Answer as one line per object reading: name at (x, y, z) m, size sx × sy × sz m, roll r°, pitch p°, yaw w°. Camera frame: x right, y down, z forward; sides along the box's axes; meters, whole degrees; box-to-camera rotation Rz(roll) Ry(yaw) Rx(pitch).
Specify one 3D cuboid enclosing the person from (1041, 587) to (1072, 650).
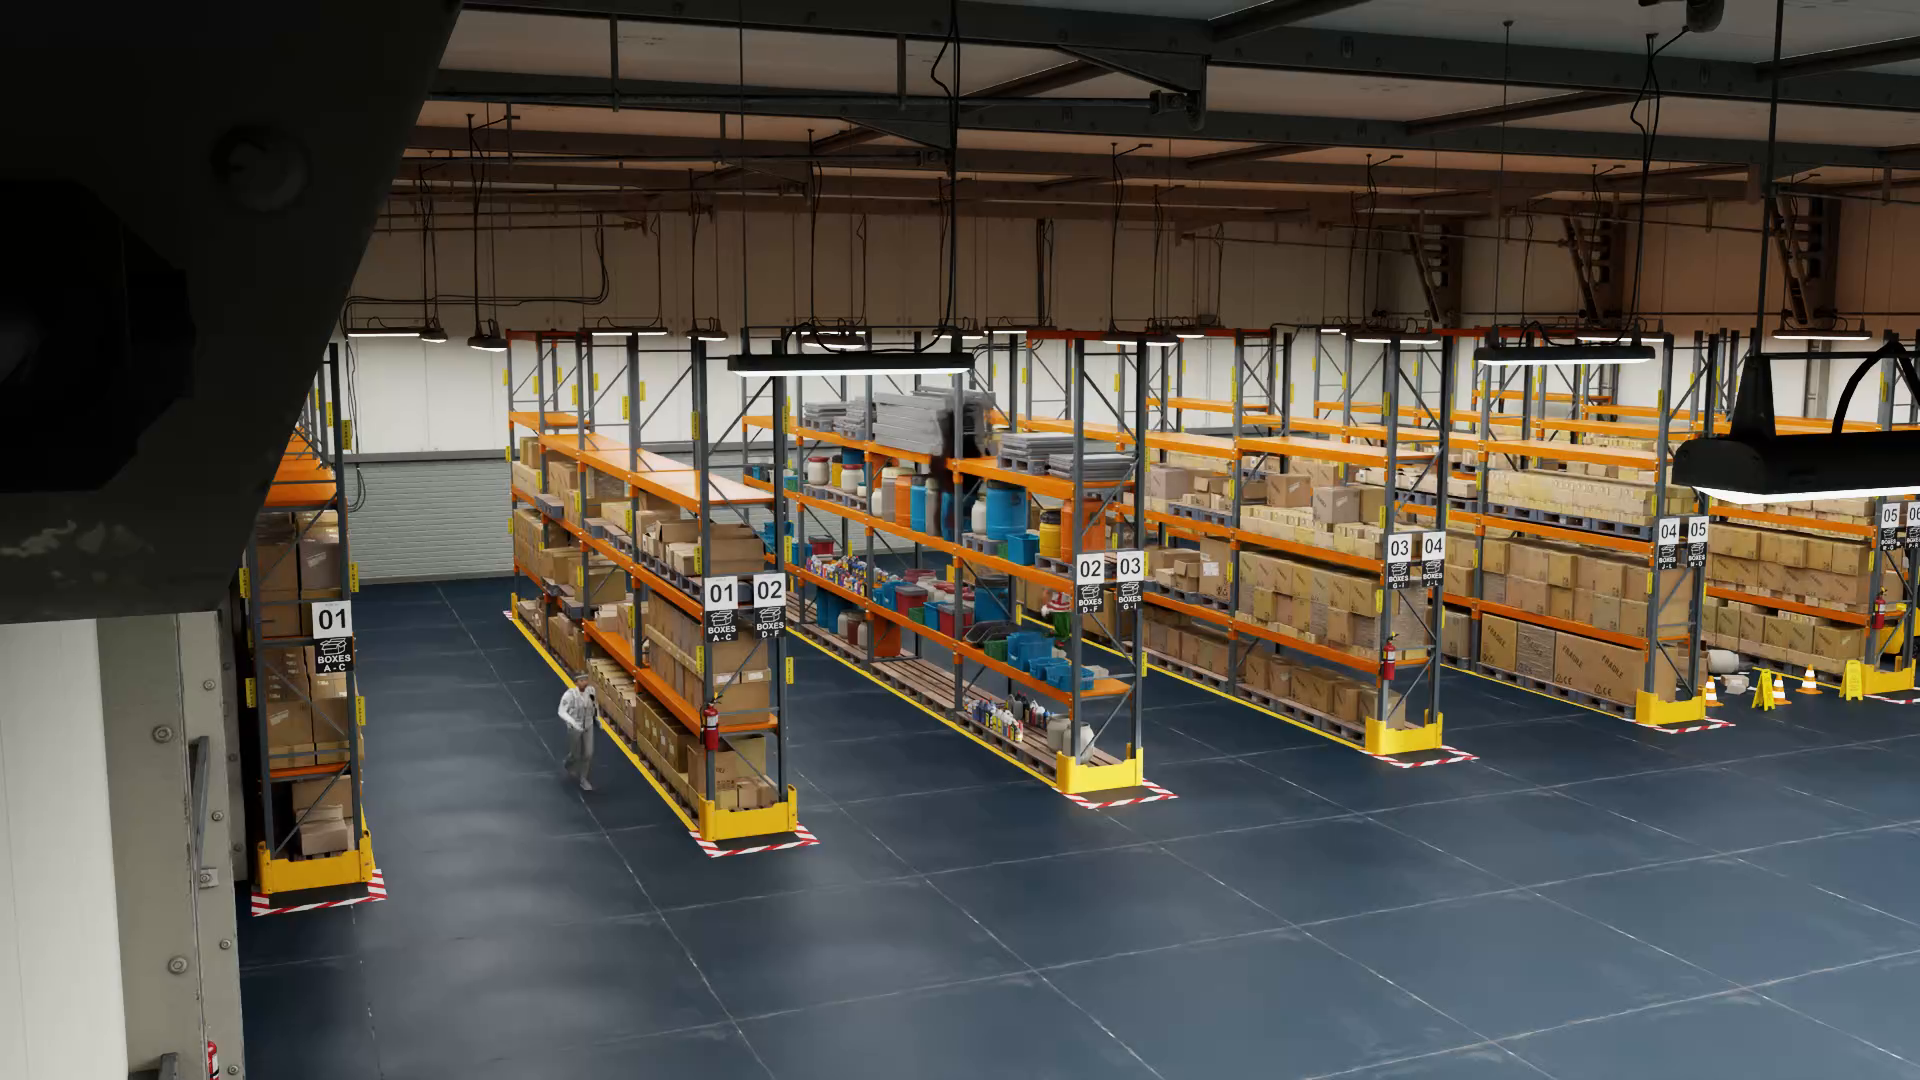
person at (1.740, 1.244, 29.099) m, size 0.655 × 1.722 × 0.703 m, roll -7°, pitch 10°, yaw -41°

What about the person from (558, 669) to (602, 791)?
person at (-5.133, 2.500, 22.327) m, size 0.611 × 1.648 × 0.753 m, roll -5°, pitch 9°, yaw -33°

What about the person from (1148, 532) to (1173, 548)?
person at (4.263, 0.687, 35.101) m, size 0.661 × 1.792 × 0.765 m, roll -5°, pitch 10°, yaw -35°
